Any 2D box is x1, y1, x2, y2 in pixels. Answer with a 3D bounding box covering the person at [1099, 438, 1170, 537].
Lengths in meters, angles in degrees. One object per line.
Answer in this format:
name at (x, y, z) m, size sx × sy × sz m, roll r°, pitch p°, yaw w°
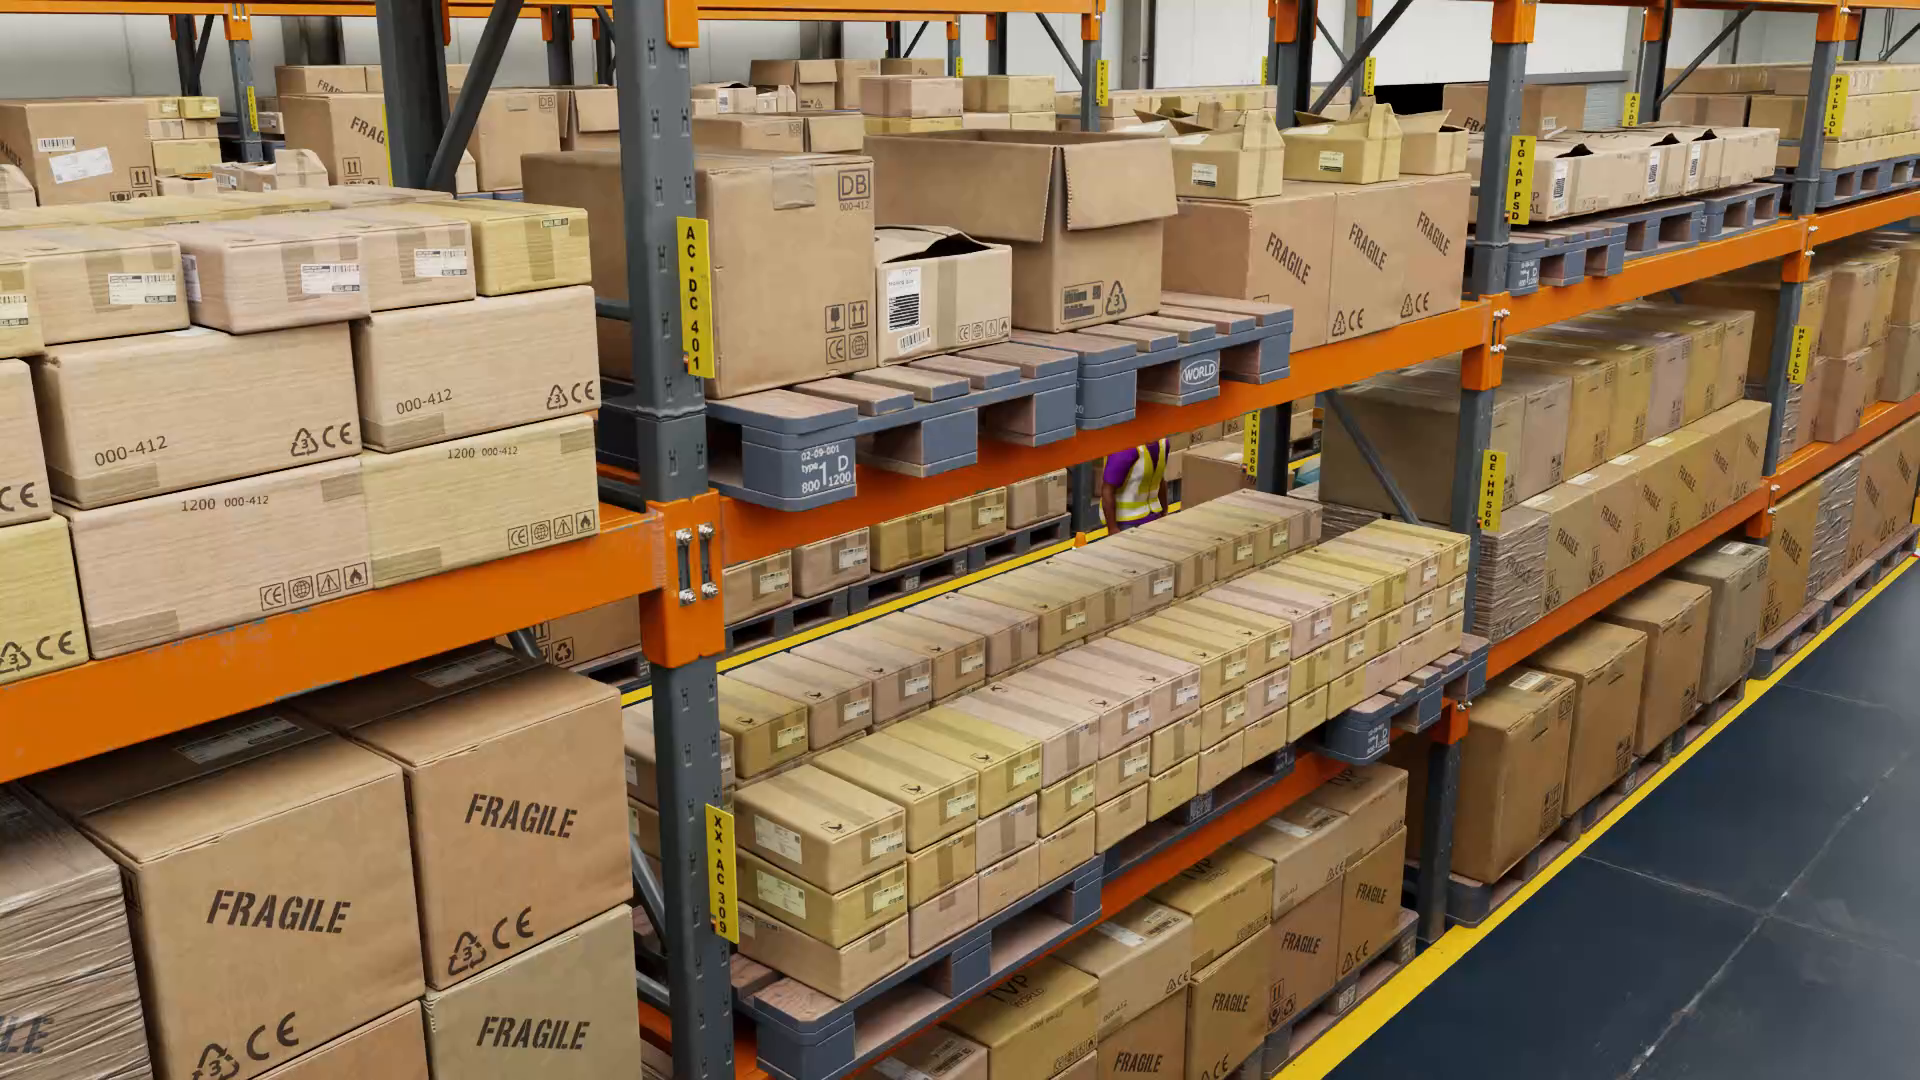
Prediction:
person at (1.119, -0.114, 10.388) m, size 0.462 × 1.761 × 0.628 m, roll 14°, pitch 22°, yaw 39°
